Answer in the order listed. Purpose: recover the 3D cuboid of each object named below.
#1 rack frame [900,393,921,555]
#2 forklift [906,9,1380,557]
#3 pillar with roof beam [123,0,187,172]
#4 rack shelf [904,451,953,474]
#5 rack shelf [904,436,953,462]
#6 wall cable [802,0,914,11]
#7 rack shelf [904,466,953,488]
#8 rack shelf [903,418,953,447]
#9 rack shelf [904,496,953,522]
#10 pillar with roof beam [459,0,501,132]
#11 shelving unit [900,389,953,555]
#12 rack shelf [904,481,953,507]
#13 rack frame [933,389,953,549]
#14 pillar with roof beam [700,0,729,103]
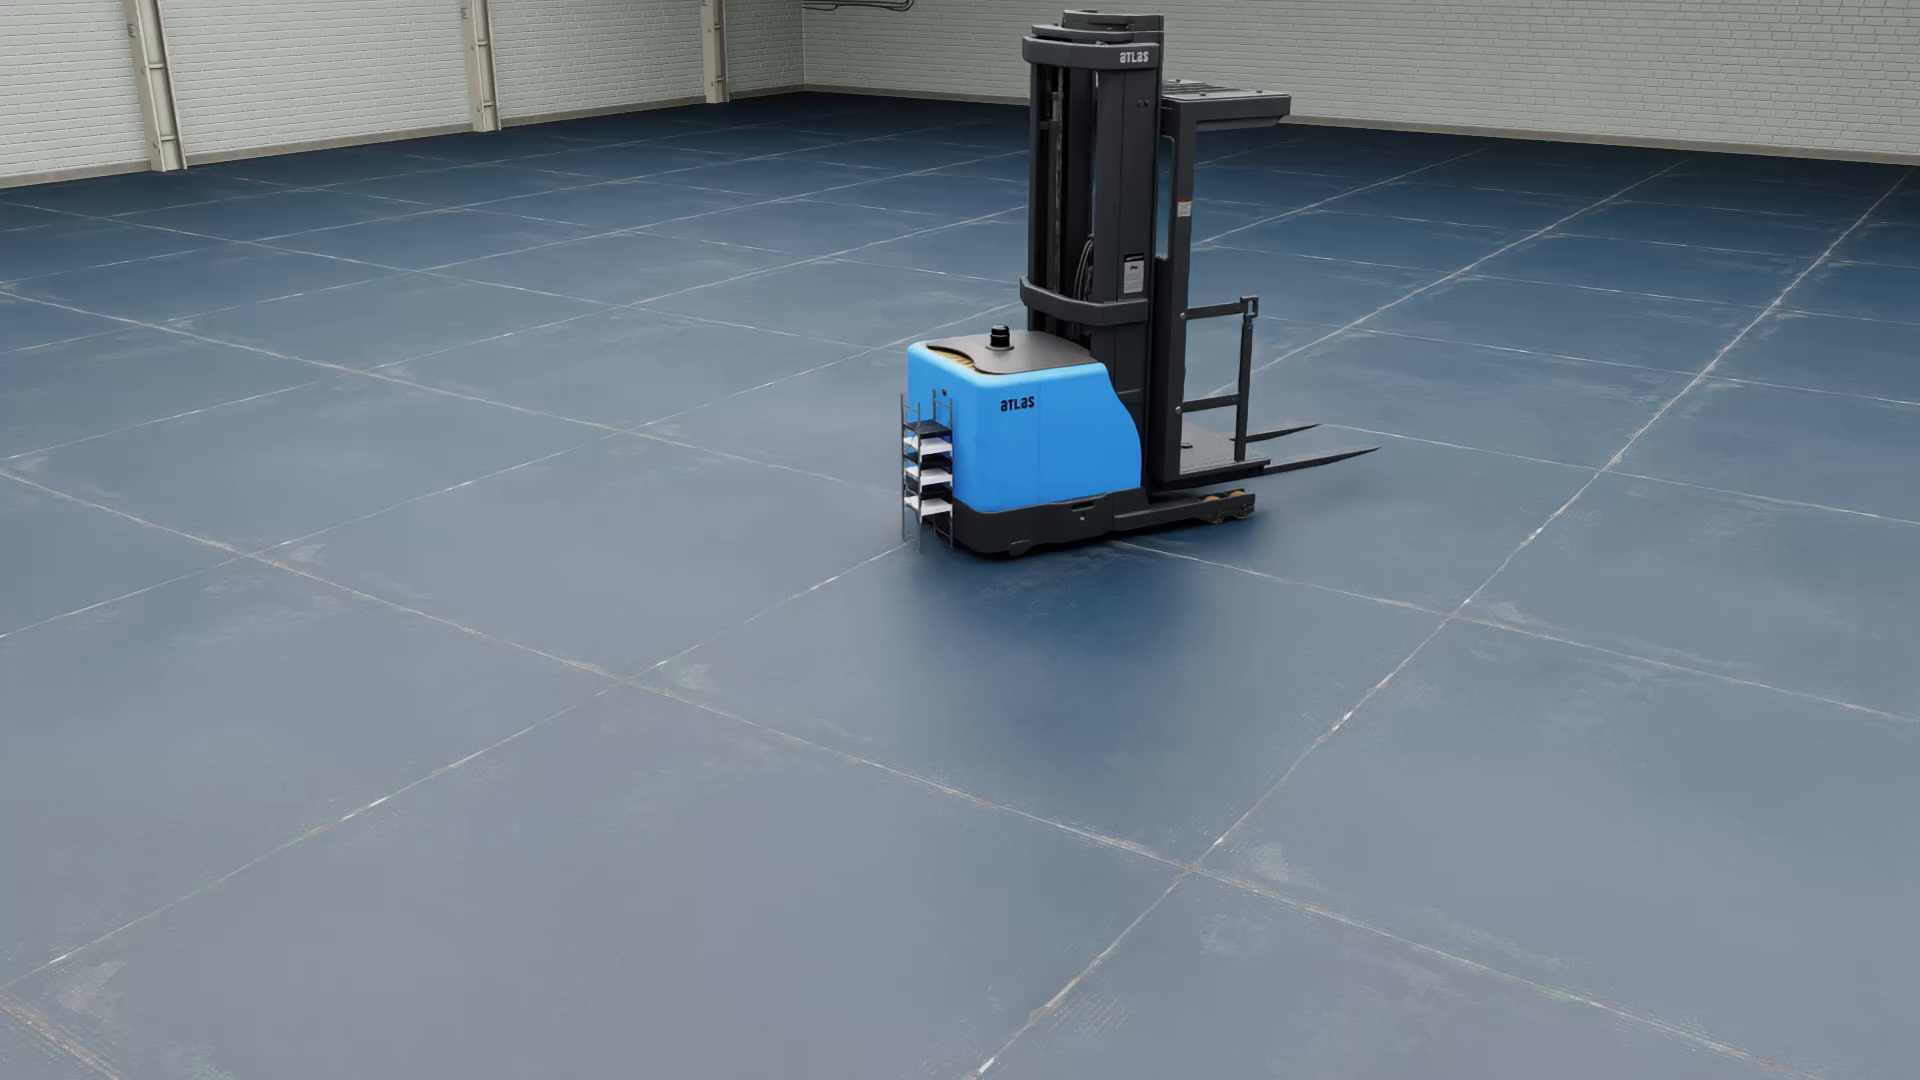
[{"bbox_3d":[-0.279,-0.374,9.479,0.006,0.900,0.240,-10,23,-26],"label":"rack frame"},{"bbox_3d":[1.219,-1.624,9.929,3.031,2.935,1.130,-10,23,-26],"label":"forklift"},{"bbox_3d":[-8.129,-8.861,20.748,9.100,9.000,0.400,13,24,32],"label":"pillar with roof beam"},{"bbox_3d":[-0.189,-0.443,9.503,0.200,0.077,0.258,-10,23,-26],"label":"rack shelf"},{"bbox_3d":[-0.189,-0.528,9.472,0.200,0.077,0.258,-10,23,-26],"label":"rack shelf"},{"bbox_3d":[-2.194,-12.274,34.453,3.097,2.526,0.112,13,24,32],"label":"wall cable"},{"bbox_3d":[-0.189,-0.359,9.534,0.200,0.077,0.258,-10,23,-26],"label":"rack shelf"},{"bbox_3d":[-0.189,-0.612,9.441,0.200,0.077,0.258,-10,23,-26],"label":"rack shelf"},{"bbox_3d":[-0.189,-0.190,9.597,0.200,0.077,0.258,-10,23,-26],"label":"rack shelf"},{"bbox_3d":[-4.756,-10.582,25.402,9.100,9.000,0.400,13,24,32],"label":"pillar with roof beam"},{"bbox_3d":[-0.189,-0.390,9.523,0.210,0.900,0.258,-10,23,-26],"label":"shelving unit"},{"bbox_3d":[-0.189,-0.275,9.566,0.200,0.077,0.258,-10,23,-26],"label":"rack shelf"},{"bbox_3d":[-0.099,-0.407,9.567,0.006,0.900,0.240,-10,23,-26],"label":"rack frame"},{"bbox_3d":[-1.383,-12.304,30.056,9.100,9.000,0.400,13,24,32],"label":"pillar with roof beam"}]
